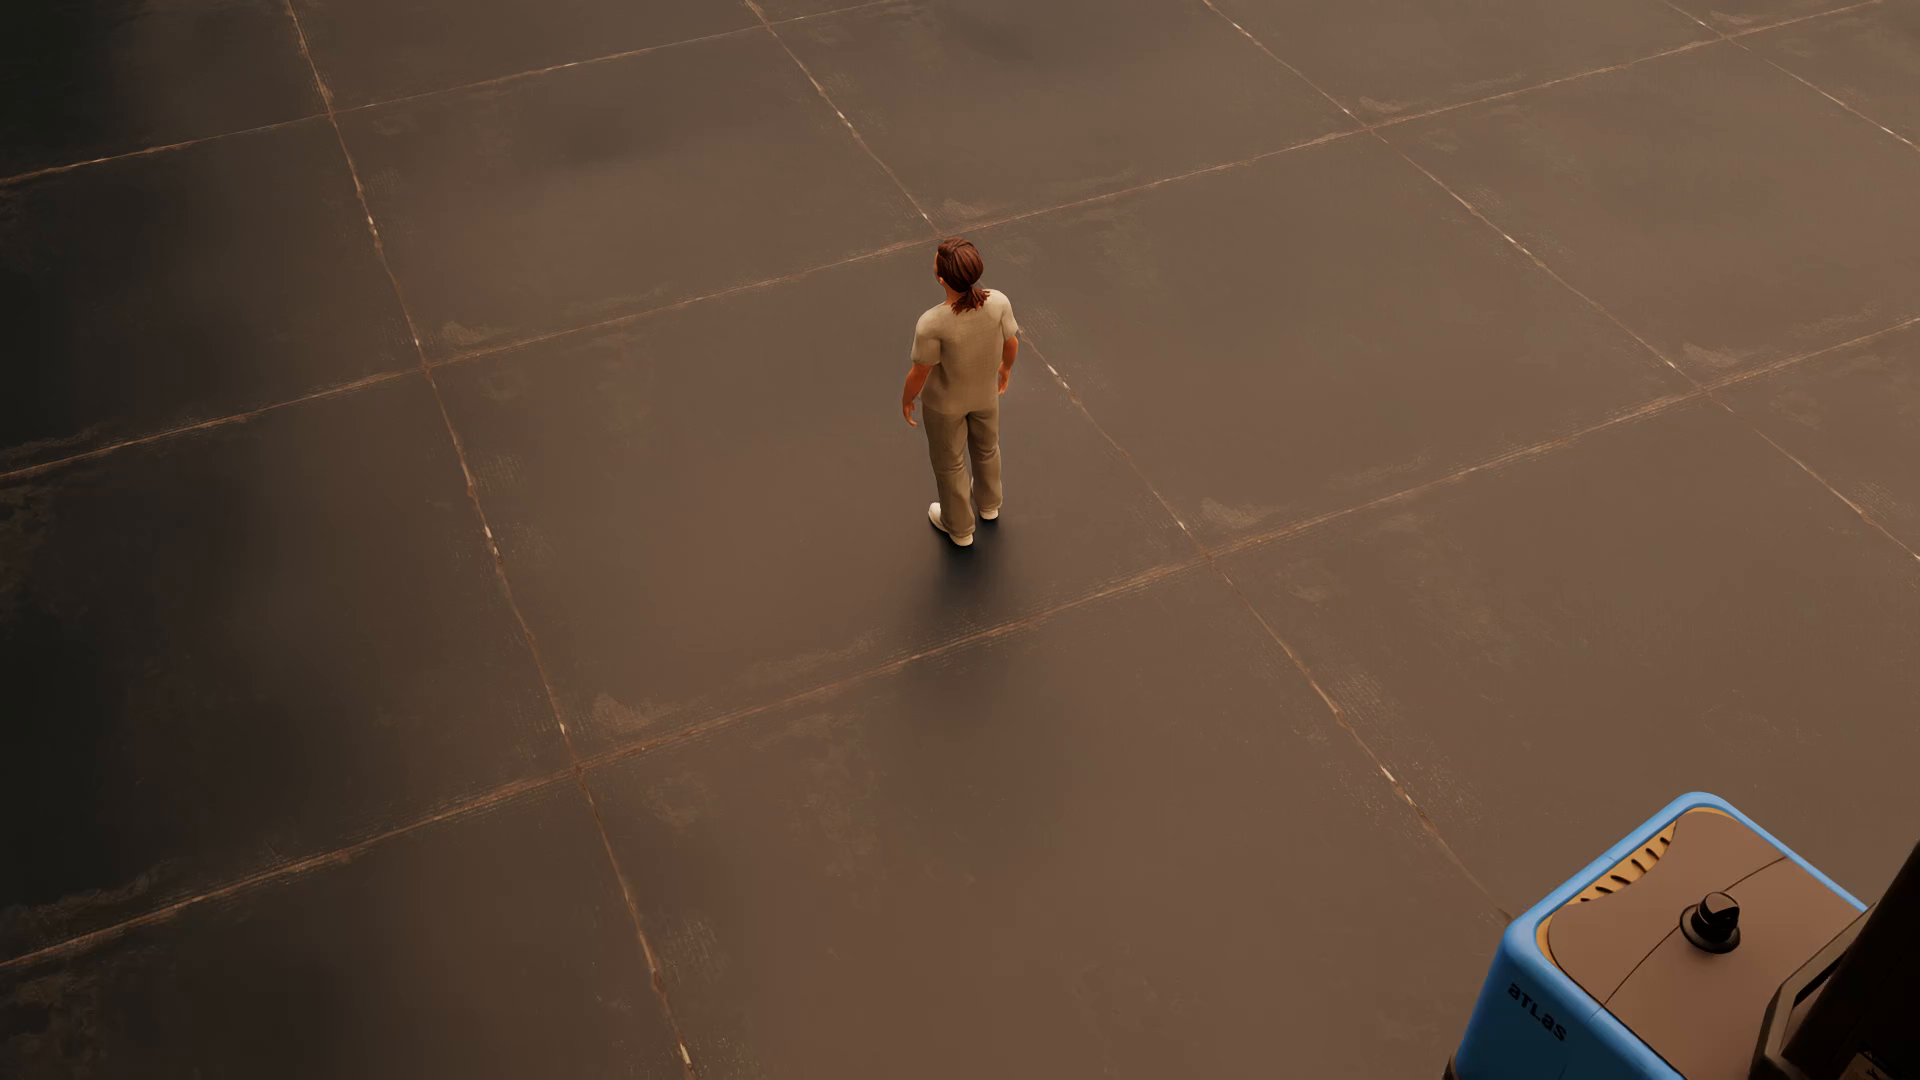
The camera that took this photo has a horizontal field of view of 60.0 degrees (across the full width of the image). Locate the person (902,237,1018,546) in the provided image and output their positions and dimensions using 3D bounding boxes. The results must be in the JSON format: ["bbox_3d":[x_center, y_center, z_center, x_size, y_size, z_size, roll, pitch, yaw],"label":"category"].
[{"bbox_3d":[-0.019,-0.668,7.305,0.549,1.673,0.548,-18,46,-18],"label":"person"}]

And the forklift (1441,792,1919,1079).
[{"bbox_3d":[2.895,1.514,4.058,1.130,2.935,3.031,-26,49,-26],"label":"forklift"}]
